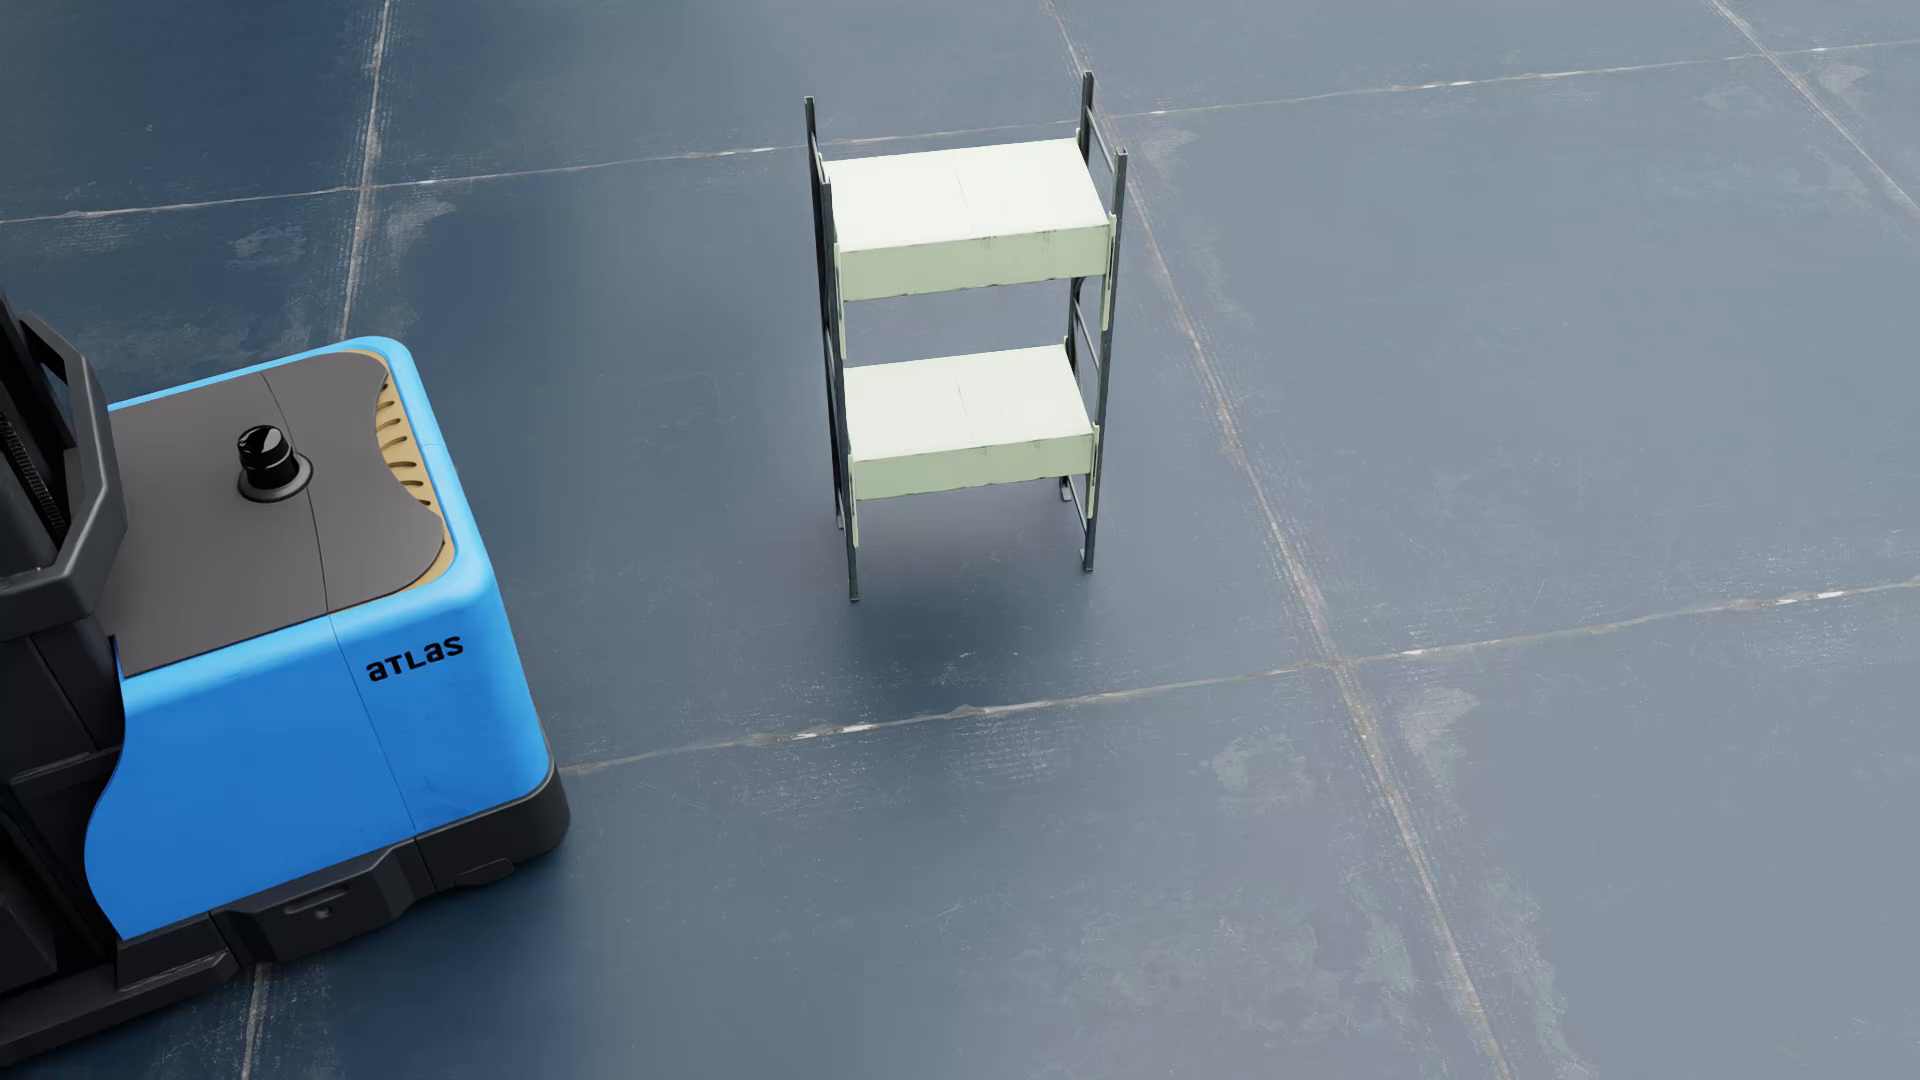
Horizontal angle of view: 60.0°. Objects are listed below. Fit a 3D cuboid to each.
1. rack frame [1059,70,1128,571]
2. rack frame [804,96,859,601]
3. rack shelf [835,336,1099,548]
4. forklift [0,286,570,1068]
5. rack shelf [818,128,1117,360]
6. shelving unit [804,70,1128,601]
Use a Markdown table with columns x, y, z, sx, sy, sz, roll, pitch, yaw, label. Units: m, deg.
| x | y | z | sx | sy | sz | roll | pitch | yaw | label |
| --- | --- | --- | --- | --- | --- | --- | --- | --- | --- |
| 0.367 | -0.566 | 4.754 | 0.023 | 1.500 | 0.400 | -7 | 46 | -7 | rack frame |
| -0.354 | -0.476 | 4.667 | 0.023 | 1.500 | 0.400 | -7 | 46 | -7 | rack frame |
| 0.007 | -0.295 | 4.945 | 0.720 | 0.370 | 0.431 | -7 | 46 | -7 | rack shelf |
| -2.596 | -0.050 | 3.263 | 3.031 | 2.935 | 1.130 | -19 | 49 | -17 | forklift |
| 0.007 | -0.792 | 4.430 | 0.720 | 0.370 | 0.431 | -7 | 46 | -7 | rack shelf |
| 0.007 | -0.521 | 4.711 | 0.755 | 1.500 | 0.431 | -7 | 46 | -7 | shelving unit |
